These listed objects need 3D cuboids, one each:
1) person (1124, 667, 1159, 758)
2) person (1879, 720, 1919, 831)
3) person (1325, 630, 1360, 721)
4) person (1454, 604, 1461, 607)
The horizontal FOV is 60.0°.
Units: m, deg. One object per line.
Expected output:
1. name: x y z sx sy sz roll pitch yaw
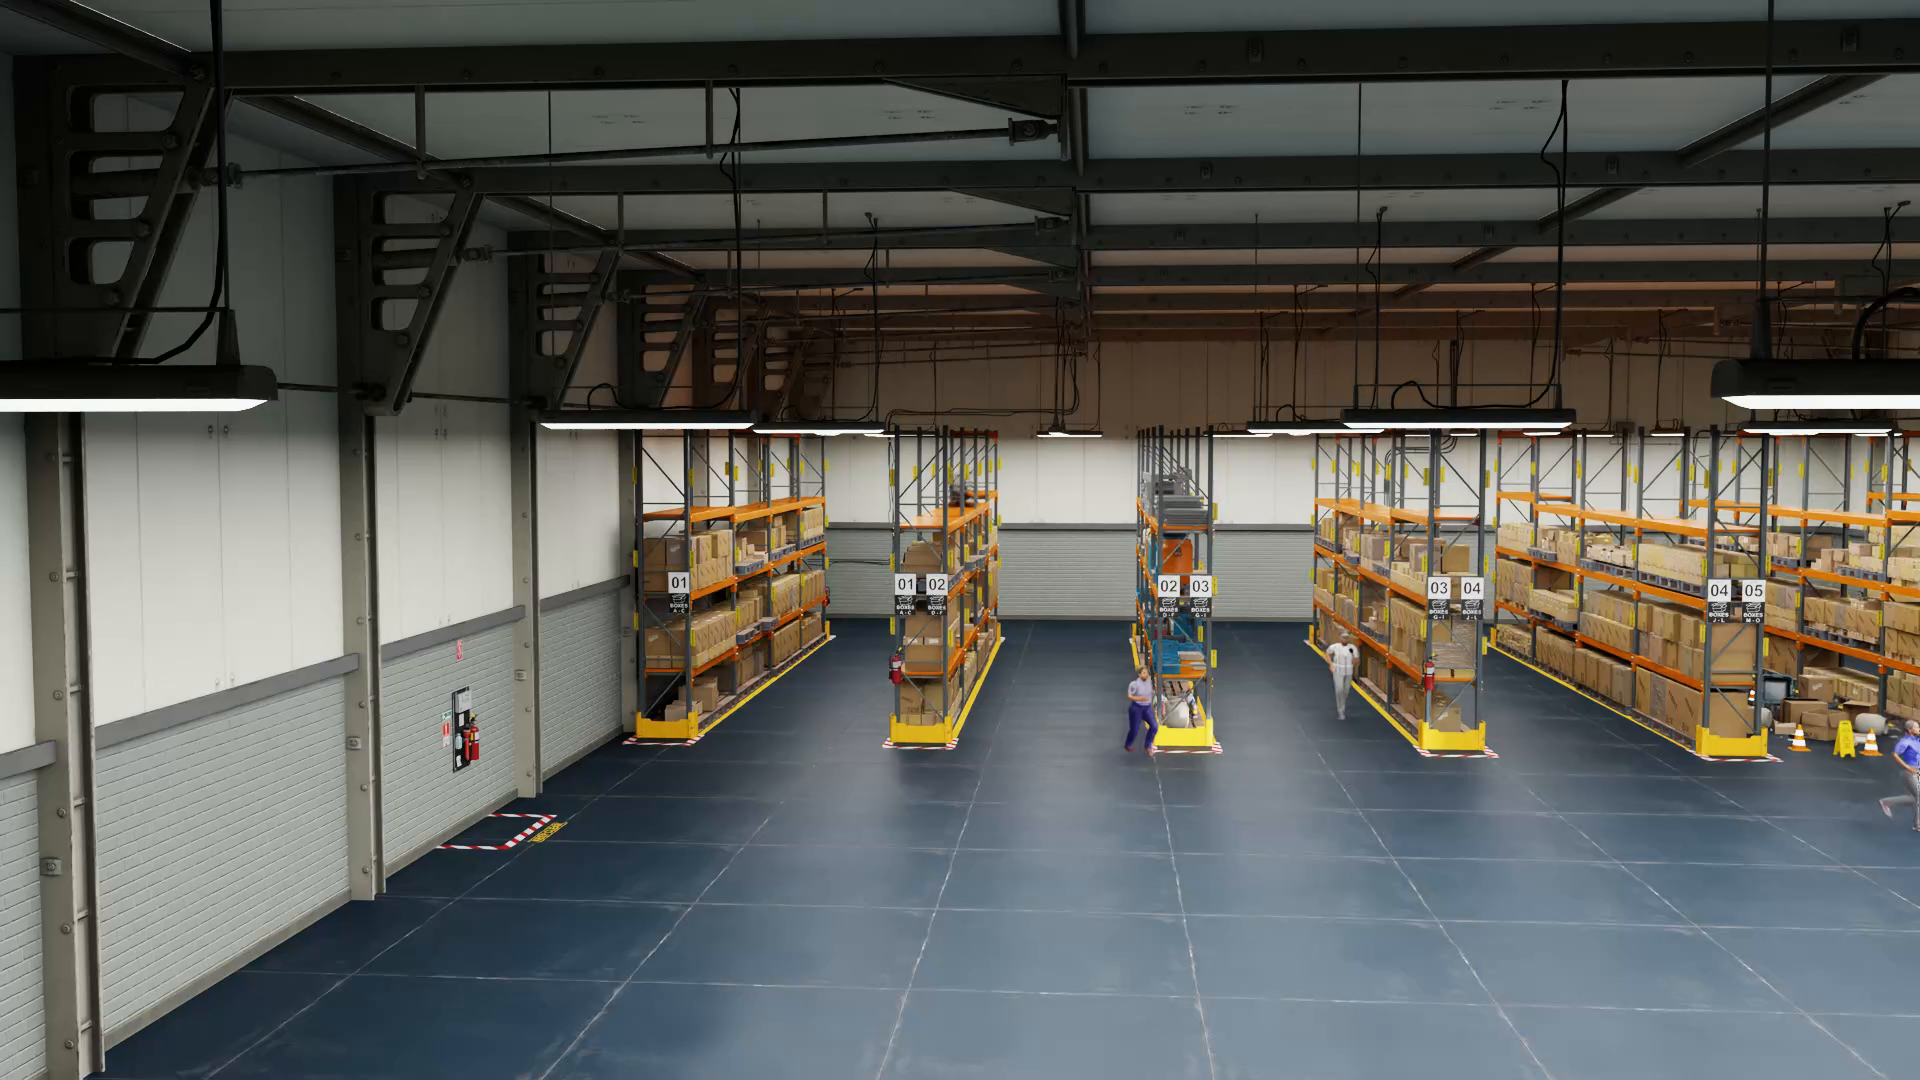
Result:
1. person: 3.277 3.109 30.145 0.623 1.652 0.776 -2 4 -27
2. person: 13.915 3.455 24.408 0.738 1.643 0.577 3 5 43
3. person: 7.924 2.770 34.359 0.651 1.832 0.898 0 3 -4
4. person: 13.489 2.183 44.623 0.677 1.760 0.658 1 4 12
